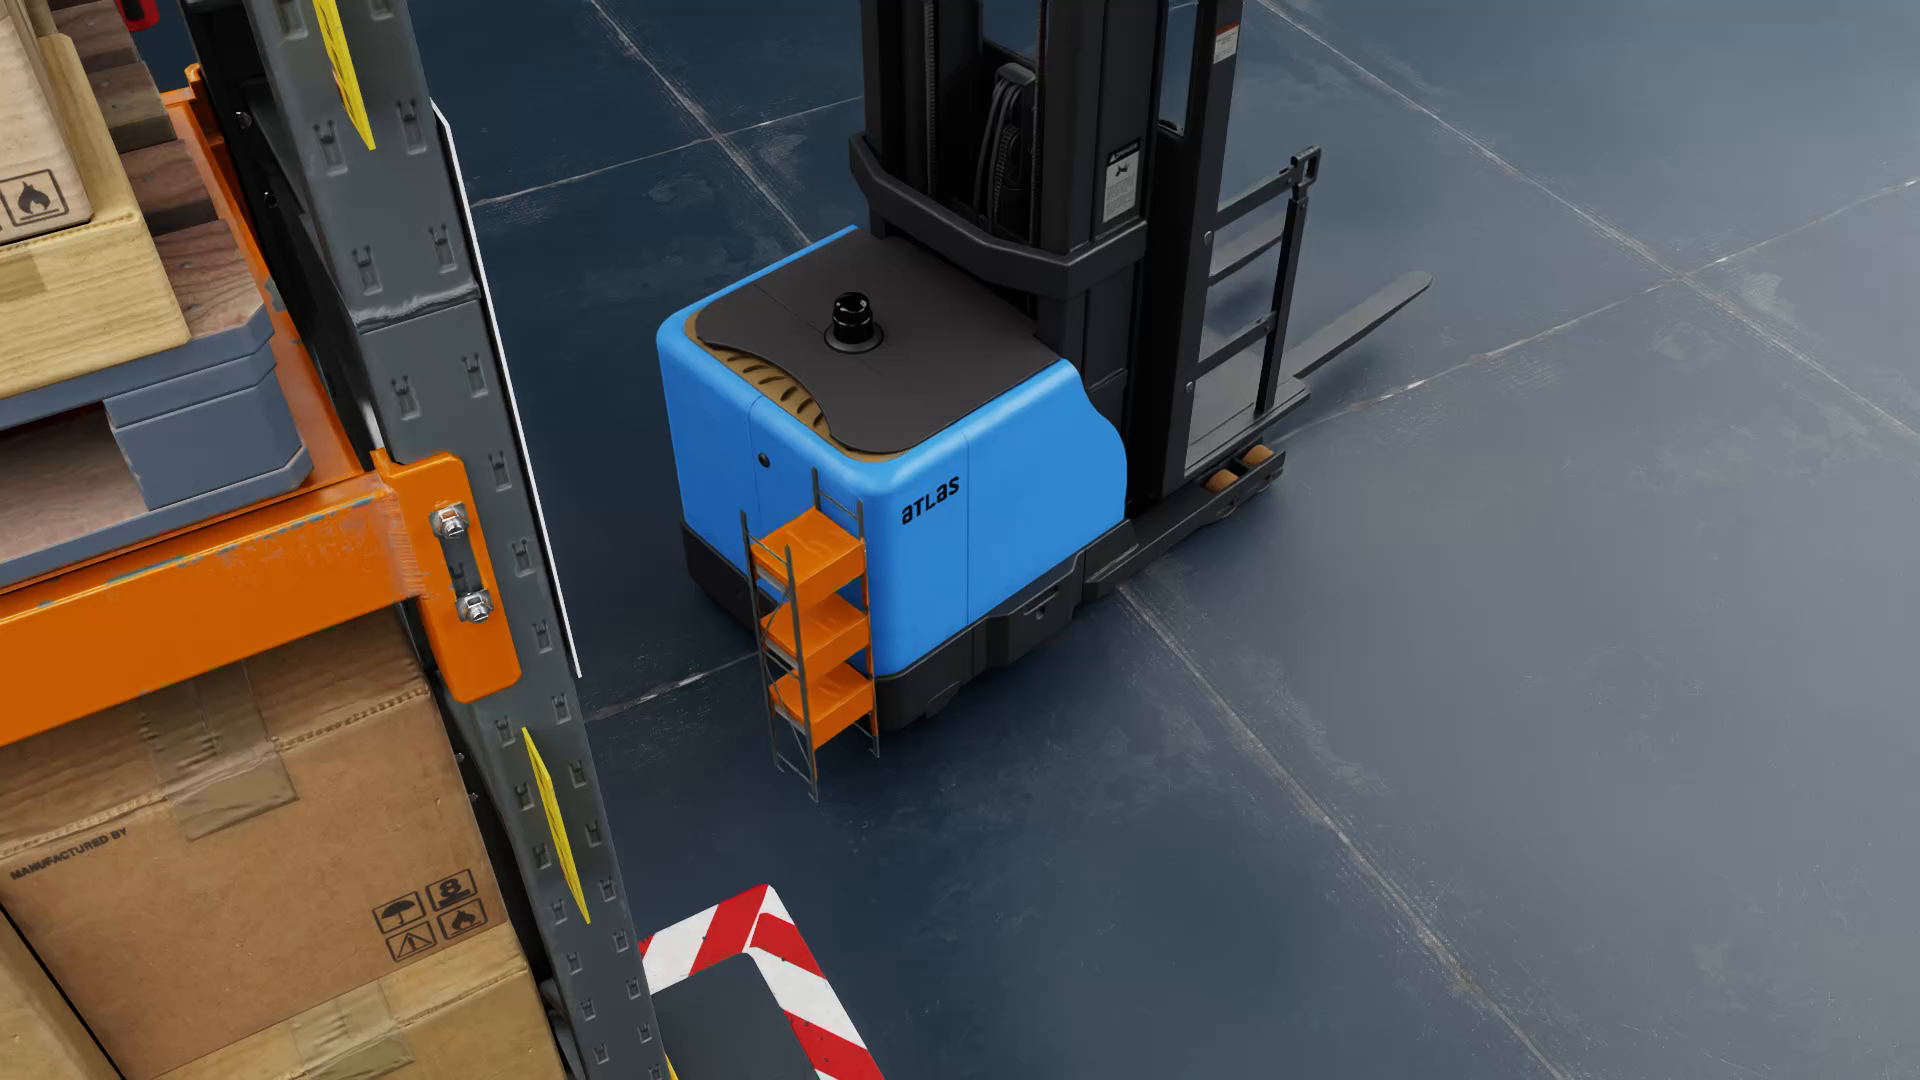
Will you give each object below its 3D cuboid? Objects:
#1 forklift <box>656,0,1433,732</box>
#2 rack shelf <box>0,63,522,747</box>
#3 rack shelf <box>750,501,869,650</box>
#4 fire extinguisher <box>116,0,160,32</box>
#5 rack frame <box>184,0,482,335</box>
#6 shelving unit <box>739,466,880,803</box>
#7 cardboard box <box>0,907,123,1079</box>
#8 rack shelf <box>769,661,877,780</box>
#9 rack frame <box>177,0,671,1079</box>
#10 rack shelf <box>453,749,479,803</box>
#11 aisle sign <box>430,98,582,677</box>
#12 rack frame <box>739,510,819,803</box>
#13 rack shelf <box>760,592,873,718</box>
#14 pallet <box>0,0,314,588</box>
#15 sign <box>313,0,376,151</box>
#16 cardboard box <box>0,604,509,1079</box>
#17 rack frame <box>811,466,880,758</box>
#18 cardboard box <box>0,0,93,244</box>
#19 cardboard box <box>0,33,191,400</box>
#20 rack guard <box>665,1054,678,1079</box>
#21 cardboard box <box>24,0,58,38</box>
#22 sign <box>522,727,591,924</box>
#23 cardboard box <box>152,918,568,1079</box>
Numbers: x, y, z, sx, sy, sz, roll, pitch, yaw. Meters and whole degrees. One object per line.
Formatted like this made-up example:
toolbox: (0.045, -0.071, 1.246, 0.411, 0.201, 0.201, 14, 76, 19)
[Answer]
forklift: (0.513, -1.371, 5.058, 3.031, 2.935, 1.130, -33, 53, -29)
rack shelf: (-2.526, 0.425, 1.521, 4.000, 0.370, 1.077, -22, 48, -21)
rack shelf: (-0.411, 0.095, 4.504, 0.240, 0.259, 0.215, -34, 53, -30)
fire extinguisher: (-3.017, -2.138, 5.855, 0.183, 0.674, 0.296, -22, 48, -21)
rack frame: (-0.792, -1.603, 0.941, 0.127, 3.000, 1.000, -22, 48, -21)
shelving unit: (-0.409, 0.293, 4.692, 0.252, 1.050, 0.215, -34, 53, -30)
cardboard box: (-1.564, 0.460, 2.239, 0.550, 0.550, 0.875, -22, 48, -21)
rack shelf: (-0.406, 0.502, 4.891, 0.240, 0.259, 0.215, -34, 53, -30)
rack frame: (-0.792, 0.549, 3.030, 0.127, 3.000, 1.000, -22, 48, -21)
rack shelf: (-2.526, 1.502, 2.566, 4.000, 0.370, 1.077, -22, 48, -21)
aisle sign: (-0.581, -0.227, 1.963, 0.004, 0.787, 0.394, -22, 48, -21)
rack frame: (-0.497, 0.352, 4.632, 0.008, 1.050, 0.200, -34, 53, -30)
rack shelf: (-0.409, 0.300, 4.700, 0.240, 0.259, 0.215, -34, 53, -30)
pallet: (-1.430, -0.231, 1.745, 1.213, 0.211, 1.003, -22, 48, -21)
sign: (-0.534, -0.484, 1.362, 0.005, 0.325, 0.100, -22, 48, -21)
cardboard box: (-1.133, 0.213, 2.493, 0.550, 0.550, 0.875, -22, 48, -21)
rack frame: (-0.321, 0.234, 4.753, 0.008, 1.050, 0.200, -34, 53, -30)
cardboard box: (-1.077, -0.428, 1.404, 0.500, 0.250, 0.500, -21, 48, -20)
cardboard box: (-0.912, -0.303, 1.562, 0.250, 0.149, 0.380, -22, 48, -21)
rack guard: (-0.771, 1.438, 3.909, 0.348, 0.500, 1.175, -22, 48, -21)
cardboard box: (-1.249, -0.698, 1.969, 0.250, 0.149, 0.380, -21, 48, -21)
sign: (-0.534, 0.381, 2.202, 0.005, 0.325, 0.100, -22, 48, -21)
cardboard box: (-1.091, 0.652, 2.817, 0.550, 0.550, 0.875, -22, 48, -21)
